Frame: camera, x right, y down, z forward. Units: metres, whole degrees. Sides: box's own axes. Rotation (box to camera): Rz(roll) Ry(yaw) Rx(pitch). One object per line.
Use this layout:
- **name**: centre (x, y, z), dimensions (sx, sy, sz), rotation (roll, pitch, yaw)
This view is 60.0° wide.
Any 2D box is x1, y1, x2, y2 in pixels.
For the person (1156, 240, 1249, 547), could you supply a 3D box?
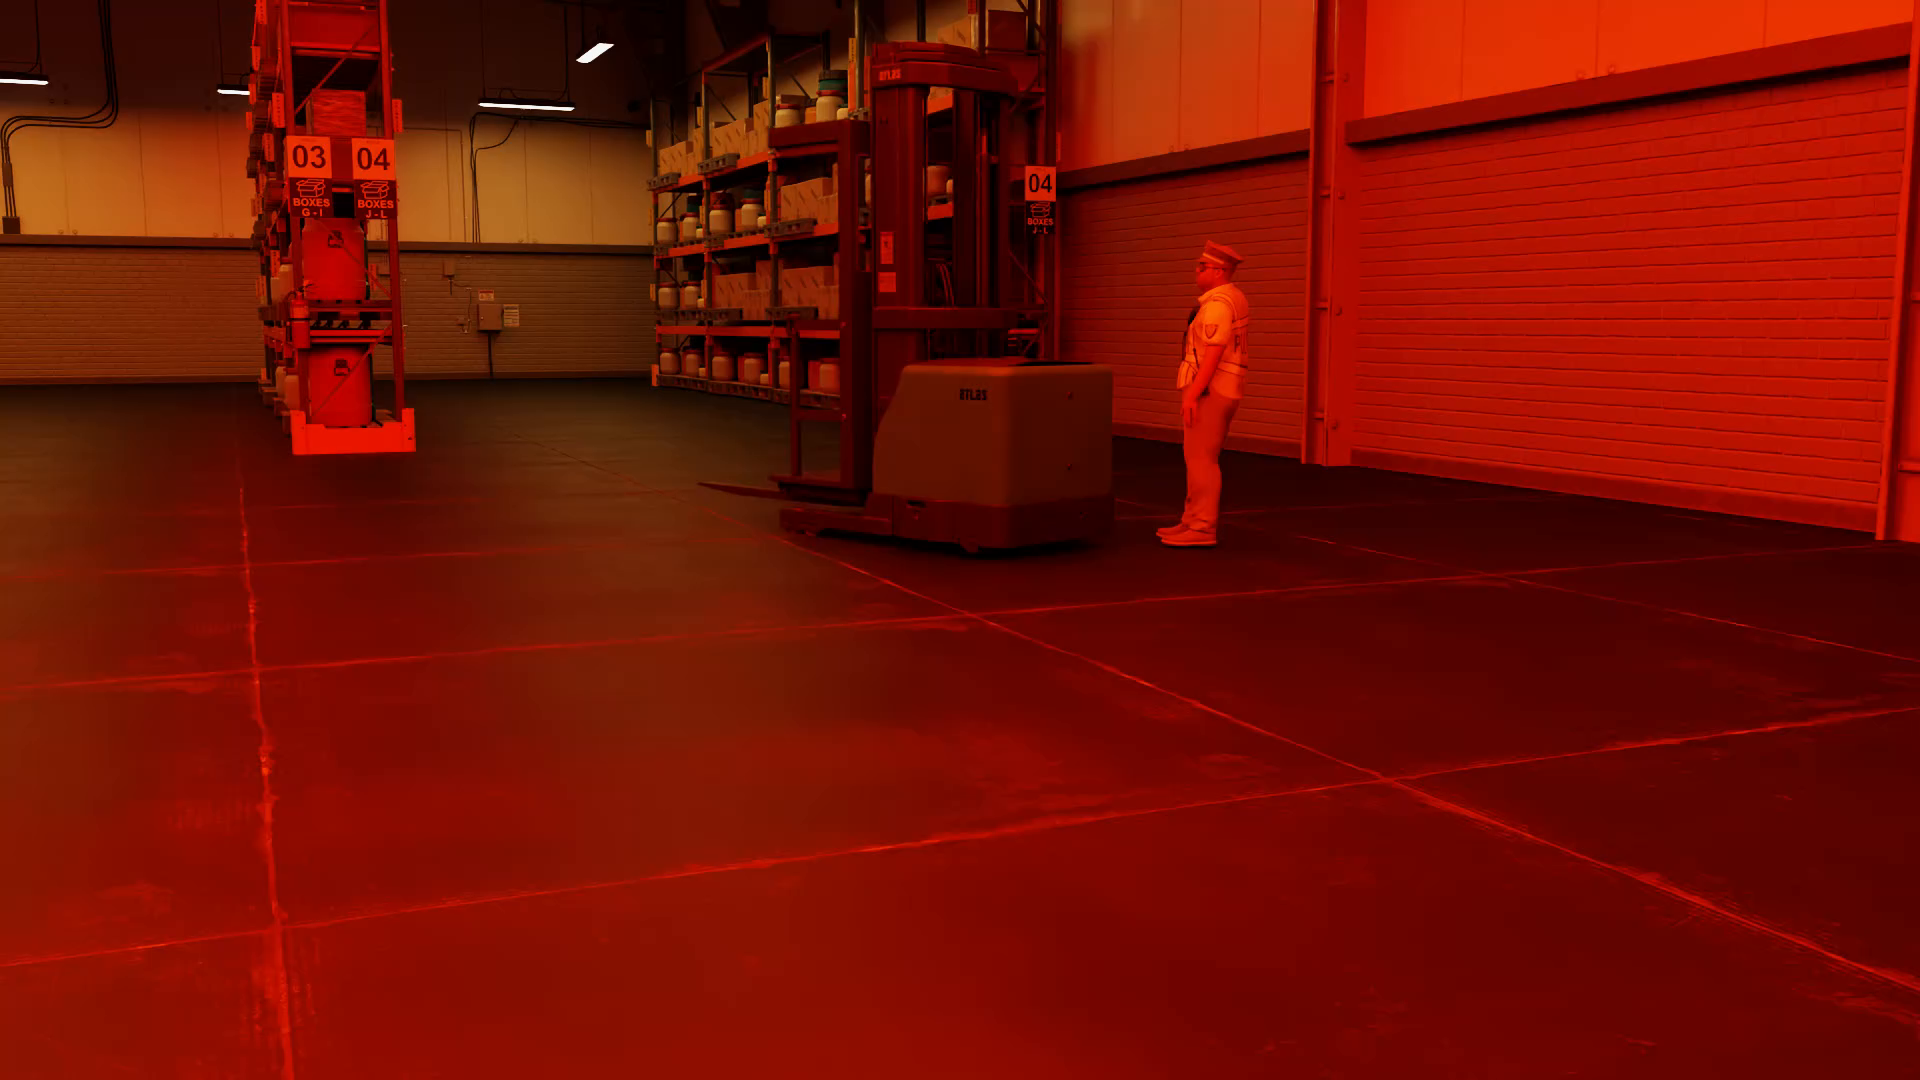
- **person**: centre (1.383, -0.851, 9.739), dimensions (0.575, 1.780, 0.640), rotation (3, 8, 20)

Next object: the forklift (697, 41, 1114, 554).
- **forklift**: centre (-0.490, -1.515, 10.435), dimensions (3.031, 2.935, 1.130), rotation (7, 10, 44)
